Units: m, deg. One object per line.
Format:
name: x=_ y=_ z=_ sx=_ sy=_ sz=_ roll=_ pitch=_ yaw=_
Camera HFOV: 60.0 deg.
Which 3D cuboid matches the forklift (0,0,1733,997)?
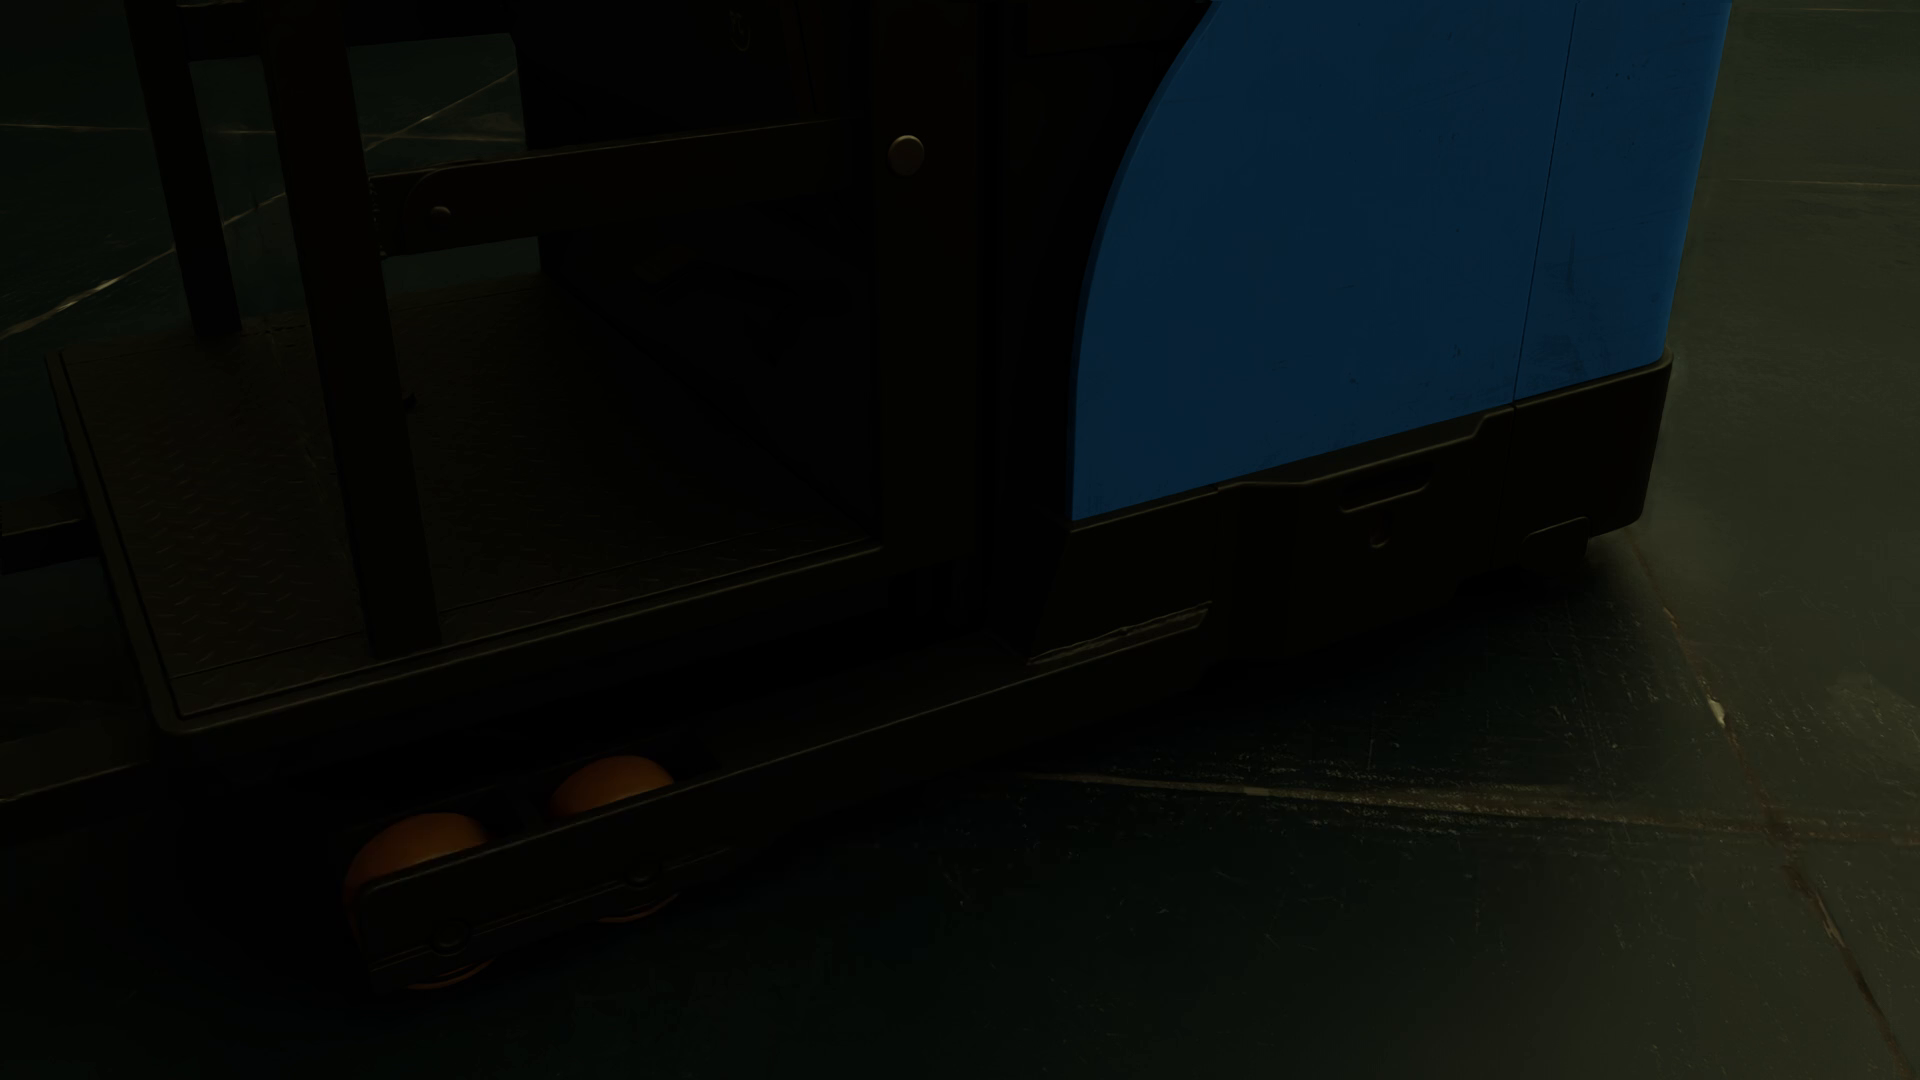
forklift: x=-0.528 y=-1.144 z=1.510 sx=3.031 sy=2.935 sz=1.130 roll=-15 pitch=30 yaw=-27
